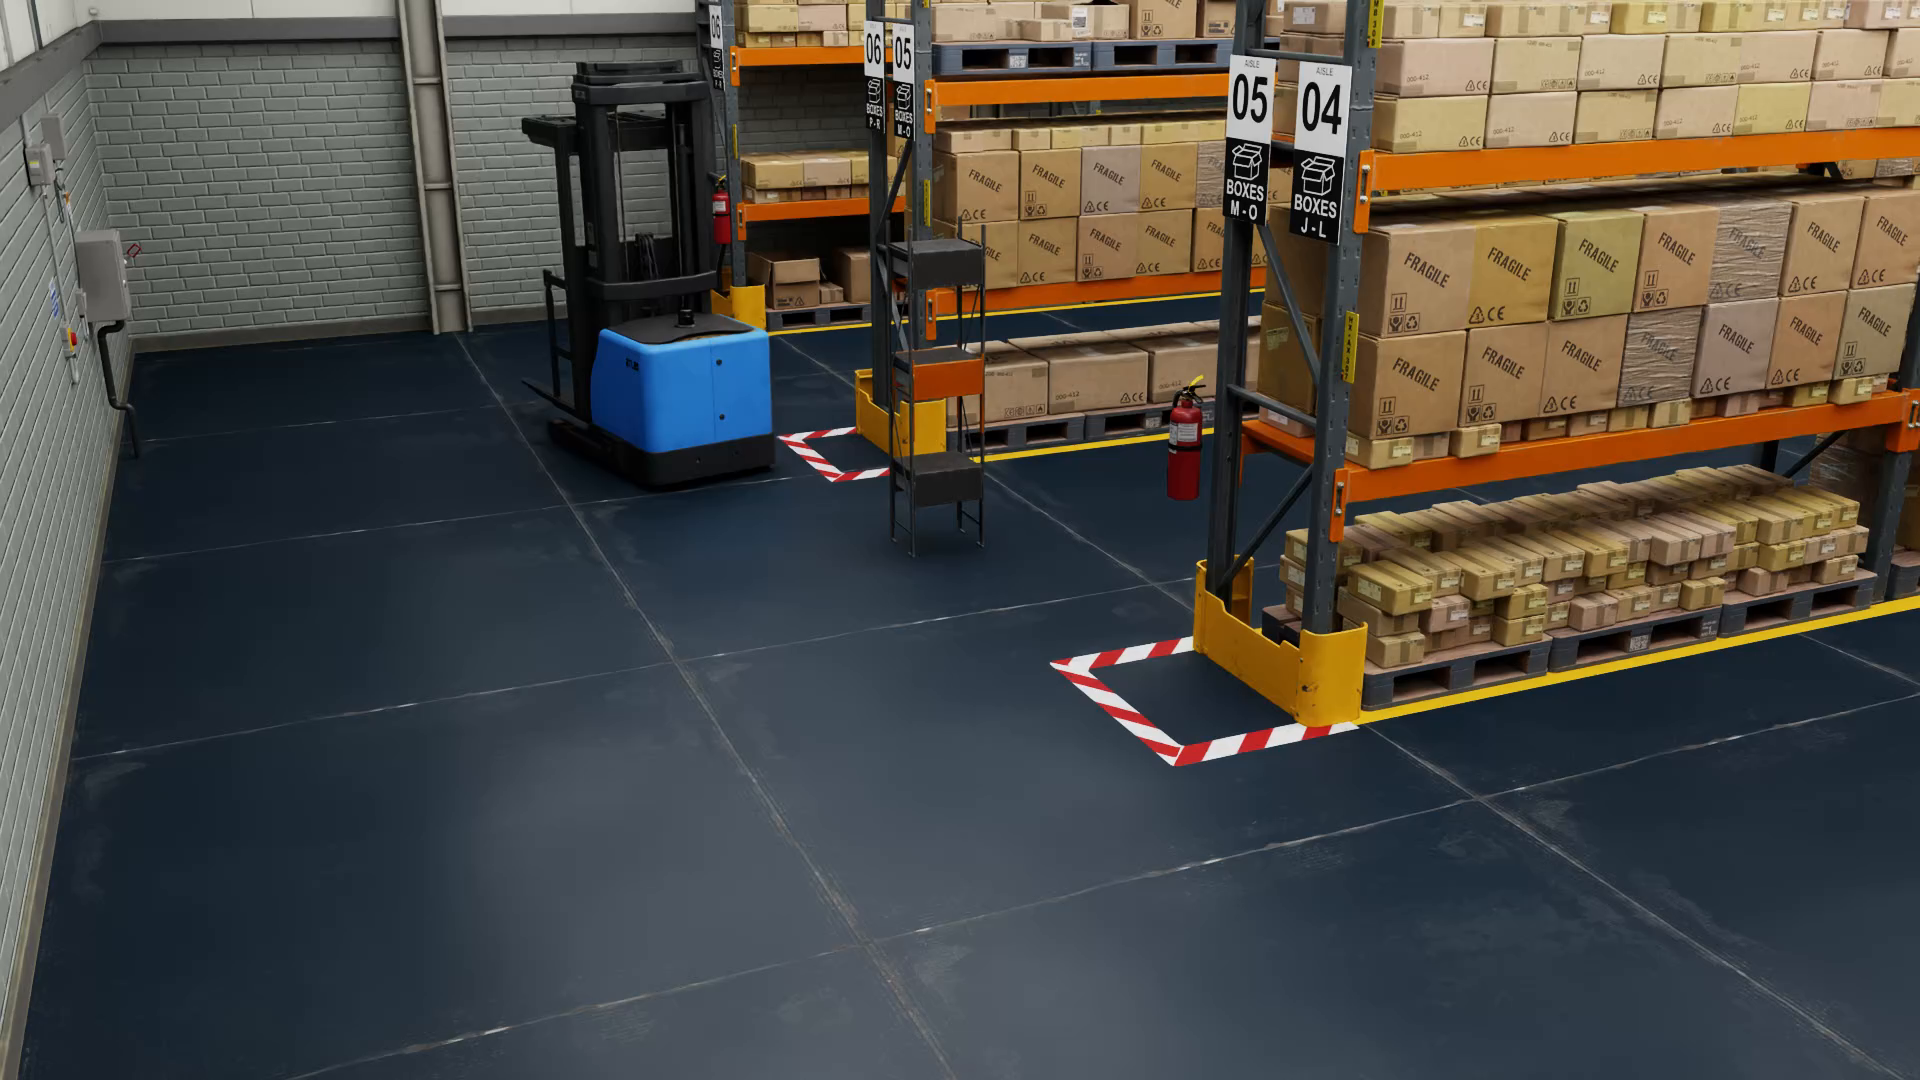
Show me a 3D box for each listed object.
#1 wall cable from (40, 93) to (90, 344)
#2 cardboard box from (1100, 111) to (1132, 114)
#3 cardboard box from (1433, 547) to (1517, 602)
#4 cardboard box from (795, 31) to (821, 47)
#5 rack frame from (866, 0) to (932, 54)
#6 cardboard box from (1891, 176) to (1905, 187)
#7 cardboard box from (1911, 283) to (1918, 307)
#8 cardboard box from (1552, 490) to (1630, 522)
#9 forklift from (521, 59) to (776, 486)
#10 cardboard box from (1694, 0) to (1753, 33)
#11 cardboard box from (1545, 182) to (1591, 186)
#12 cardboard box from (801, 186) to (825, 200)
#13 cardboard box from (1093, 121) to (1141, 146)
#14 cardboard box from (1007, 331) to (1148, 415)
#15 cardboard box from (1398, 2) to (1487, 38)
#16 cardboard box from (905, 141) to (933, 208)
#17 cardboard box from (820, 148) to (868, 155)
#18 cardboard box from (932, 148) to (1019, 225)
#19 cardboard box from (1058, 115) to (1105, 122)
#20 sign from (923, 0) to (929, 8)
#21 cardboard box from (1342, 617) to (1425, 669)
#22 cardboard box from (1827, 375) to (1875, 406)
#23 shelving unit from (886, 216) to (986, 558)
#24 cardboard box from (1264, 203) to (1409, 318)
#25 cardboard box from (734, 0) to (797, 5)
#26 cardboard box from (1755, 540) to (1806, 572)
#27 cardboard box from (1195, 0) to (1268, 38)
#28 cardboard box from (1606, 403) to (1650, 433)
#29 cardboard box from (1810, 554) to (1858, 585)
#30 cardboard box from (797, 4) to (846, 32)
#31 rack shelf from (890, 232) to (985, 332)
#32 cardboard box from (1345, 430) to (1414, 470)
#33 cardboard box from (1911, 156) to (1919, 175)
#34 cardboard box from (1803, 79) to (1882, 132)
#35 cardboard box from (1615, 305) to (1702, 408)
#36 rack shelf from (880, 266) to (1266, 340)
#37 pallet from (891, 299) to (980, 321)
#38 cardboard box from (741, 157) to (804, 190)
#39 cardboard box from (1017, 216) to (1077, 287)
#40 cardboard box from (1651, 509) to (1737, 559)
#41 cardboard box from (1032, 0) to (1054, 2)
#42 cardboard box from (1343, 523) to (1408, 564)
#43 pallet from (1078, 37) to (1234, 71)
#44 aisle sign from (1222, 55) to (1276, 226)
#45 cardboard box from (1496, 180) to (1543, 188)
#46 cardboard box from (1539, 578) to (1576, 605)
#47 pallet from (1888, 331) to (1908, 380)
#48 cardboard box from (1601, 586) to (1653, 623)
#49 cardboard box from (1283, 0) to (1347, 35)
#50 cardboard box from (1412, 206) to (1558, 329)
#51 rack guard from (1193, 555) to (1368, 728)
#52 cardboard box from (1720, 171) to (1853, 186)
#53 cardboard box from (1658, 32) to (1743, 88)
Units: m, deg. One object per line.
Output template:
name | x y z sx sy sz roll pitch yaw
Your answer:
wall cable | -6.193 -2.314 11.547 0.122 1.984 0.588 -8 21 -22
cardboard box | 1.784 -4.433 18.312 0.500 0.500 0.700 -8 21 -21
cardboard box | 2.704 0.177 8.766 0.250 0.149 0.380 -8 21 -22
cardboard box | -1.564 -5.004 16.580 0.250 0.149 0.380 -8 21 -22
rack frame | -0.452 -4.982 11.623 0.127 3.000 1.000 -8 21 -22
cardboard box | 8.978 -3.526 16.265 0.250 0.149 0.380 -9 21 -24
cardboard box | 5.561 -1.515 10.106 0.250 0.149 0.380 -7 21 -20
cardboard box | 3.673 -0.157 9.716 0.250 0.149 0.380 -9 21 -24
forklift | -2.632 -2.205 12.871 1.130 2.935 3.031 -13 23 -33
cardboard box | 3.693 -2.608 8.270 0.250 0.149 0.380 -9 21 -23
cardboard box | 5.141 -3.018 14.551 0.500 0.250 0.500 -9 21 -24
cardboard box | -1.569 -3.600 17.107 0.250 0.149 0.380 -8 21 -23
cardboard box | 1.180 -3.106 12.693 0.250 0.149 0.380 -8 21 -21
cardboard box | 0.951 -1.382 13.657 0.875 0.438 0.875 -8 21 -20
cardboard box | 2.230 -2.426 7.751 0.250 0.149 0.380 -7 21 -20
cardboard box | -0.104 -2.807 12.823 0.500 0.500 0.500 -7 21 -20
cardboard box | -1.174 -4.008 17.666 0.500 0.250 0.500 -7 21 -20
cardboard box | 0.101 -2.648 12.369 0.500 0.500 0.500 -9 21 -23
cardboard box | 0.948 -3.270 13.160 0.250 0.149 0.380 -8 21 -21
sign | -0.238 -3.847 11.480 0.005 0.325 0.100 -8 21 -22
cardboard box | 2.209 0.519 8.692 0.250 0.149 0.380 -8 21 -21
cardboard box | 4.911 -0.888 9.406 0.250 0.149 0.380 -9 21 -23
shelving unit | -0.152 -0.969 10.611 0.503 2.100 0.431 -8 21 -22
cardboard box | 1.923 -1.452 8.524 0.500 0.500 0.500 -9 21 -23
cardboard box | -1.915 -5.368 16.259 0.500 0.250 0.500 -8 21 -23
cardboard box | 4.628 0.042 9.598 0.250 0.149 0.380 -9 21 -24
cardboard box | 1.995 -4.200 12.980 0.637 0.503 0.797 -6 20 -18
cardboard box | 3.441 -0.701 8.875 0.250 0.149 0.380 -7 21 -20
cardboard box | 5.049 0.120 9.826 0.250 0.149 0.380 -8 21 -21
cardboard box | -1.448 -5.198 16.531 0.500 0.250 0.500 -8 21 -21
rack shelf | -0.152 -1.616 10.384 0.480 0.518 0.431 -8 21 -22
cardboard box | 2.028 -0.481 8.248 0.250 0.149 0.380 -8 21 -22
cardboard box | 9.302 -3.854 16.221 0.500 0.500 0.500 -7 21 -20
cardboard box | 4.467 -2.318 8.797 0.500 0.250 0.500 -8 21 -22
cardboard box | 3.525 -1.026 8.822 0.500 0.500 0.500 -9 21 -23
rack shelf | 1.384 -2.076 13.486 4.000 0.370 1.077 -8 21 -22
pallet | -0.502 -2.625 18.159 1.213 0.211 1.003 -8 21 -22
cardboard box | -1.899 -3.713 16.828 0.500 0.250 0.500 -8 21 -22
cardboard box | 0.556 -2.250 12.746 0.500 0.500 0.500 -8 21 -23
cardboard box | 4.125 -0.036 9.371 0.250 0.149 0.380 -9 21 -25
cardboard box | 0.883 -5.772 17.408 0.500 0.250 0.500 -8 21 -22
cardboard box | 2.240 0.047 9.136 0.250 0.149 0.380 -8 21 -21
pallet | 1.347 -3.788 12.881 1.213 0.211 1.003 -8 21 -22
aisle sign | 1.415 -1.964 8.170 0.004 0.787 0.394 -8 21 -22
cardboard box | 4.656 -3.308 14.246 0.500 0.500 0.500 -9 21 -23
cardboard box | 3.132 0.217 9.102 0.250 0.149 0.380 -9 21 -25
pallet | 6.033 -1.148 10.056 1.213 0.211 1.003 -8 21 -22
cardboard box | 3.624 0.311 9.281 0.250 0.149 0.380 -8 21 -22
cardboard box | 1.790 -2.558 8.126 0.250 0.149 0.380 -8 21 -22
cardboard box | 2.579 -1.362 8.269 0.500 0.500 0.500 -8 21 -20
rack guard | 1.671 0.513 8.813 0.348 0.500 1.175 -8 21 -22
cardboard box | 4.763 -1.857 9.674 0.500 0.500 0.500 -8 21 -21
cardboard box | 3.519 -2.414 8.317 0.500 0.250 0.500 -9 21 -24
